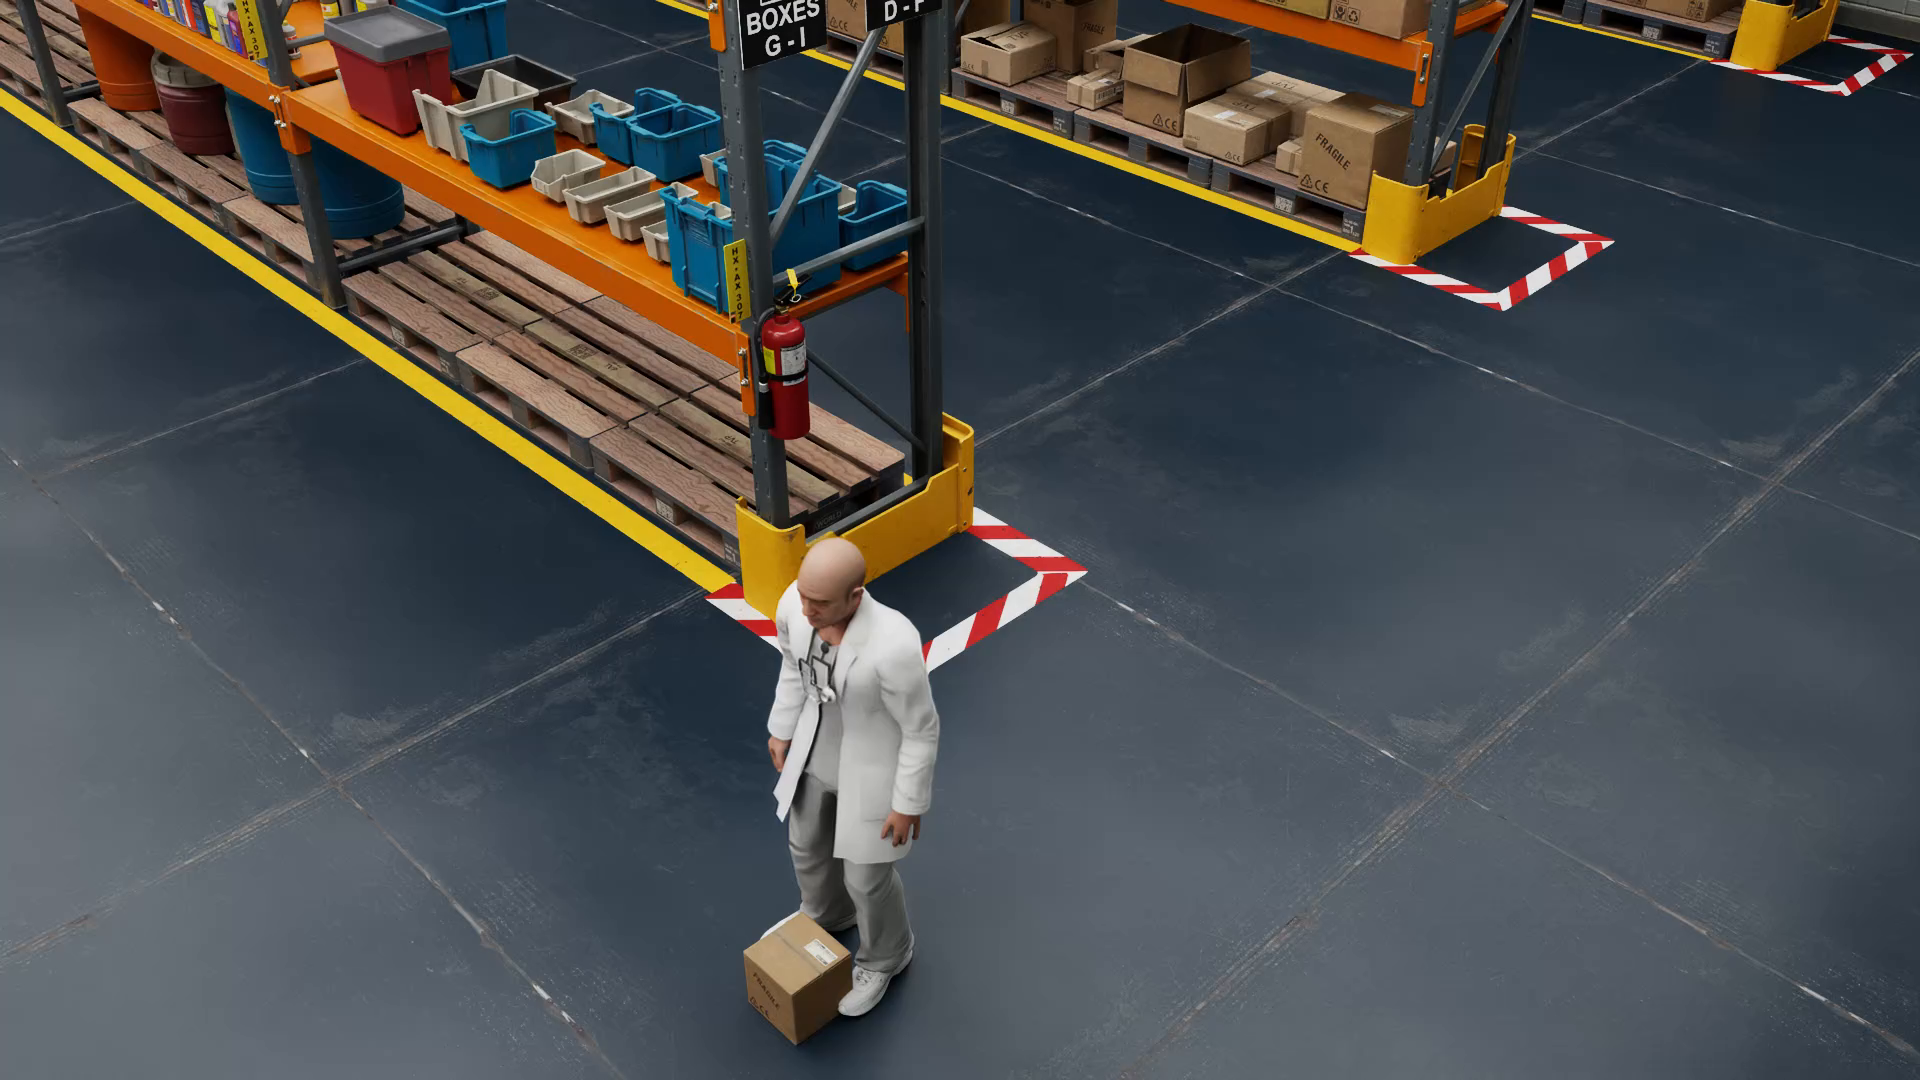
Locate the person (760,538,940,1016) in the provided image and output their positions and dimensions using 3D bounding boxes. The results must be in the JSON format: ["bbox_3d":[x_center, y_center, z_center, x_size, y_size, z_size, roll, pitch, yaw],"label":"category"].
[{"bbox_3d":[-0.347,0.708,5.149,0.647,1.772,0.429,27,43,33],"label":"person"}]
